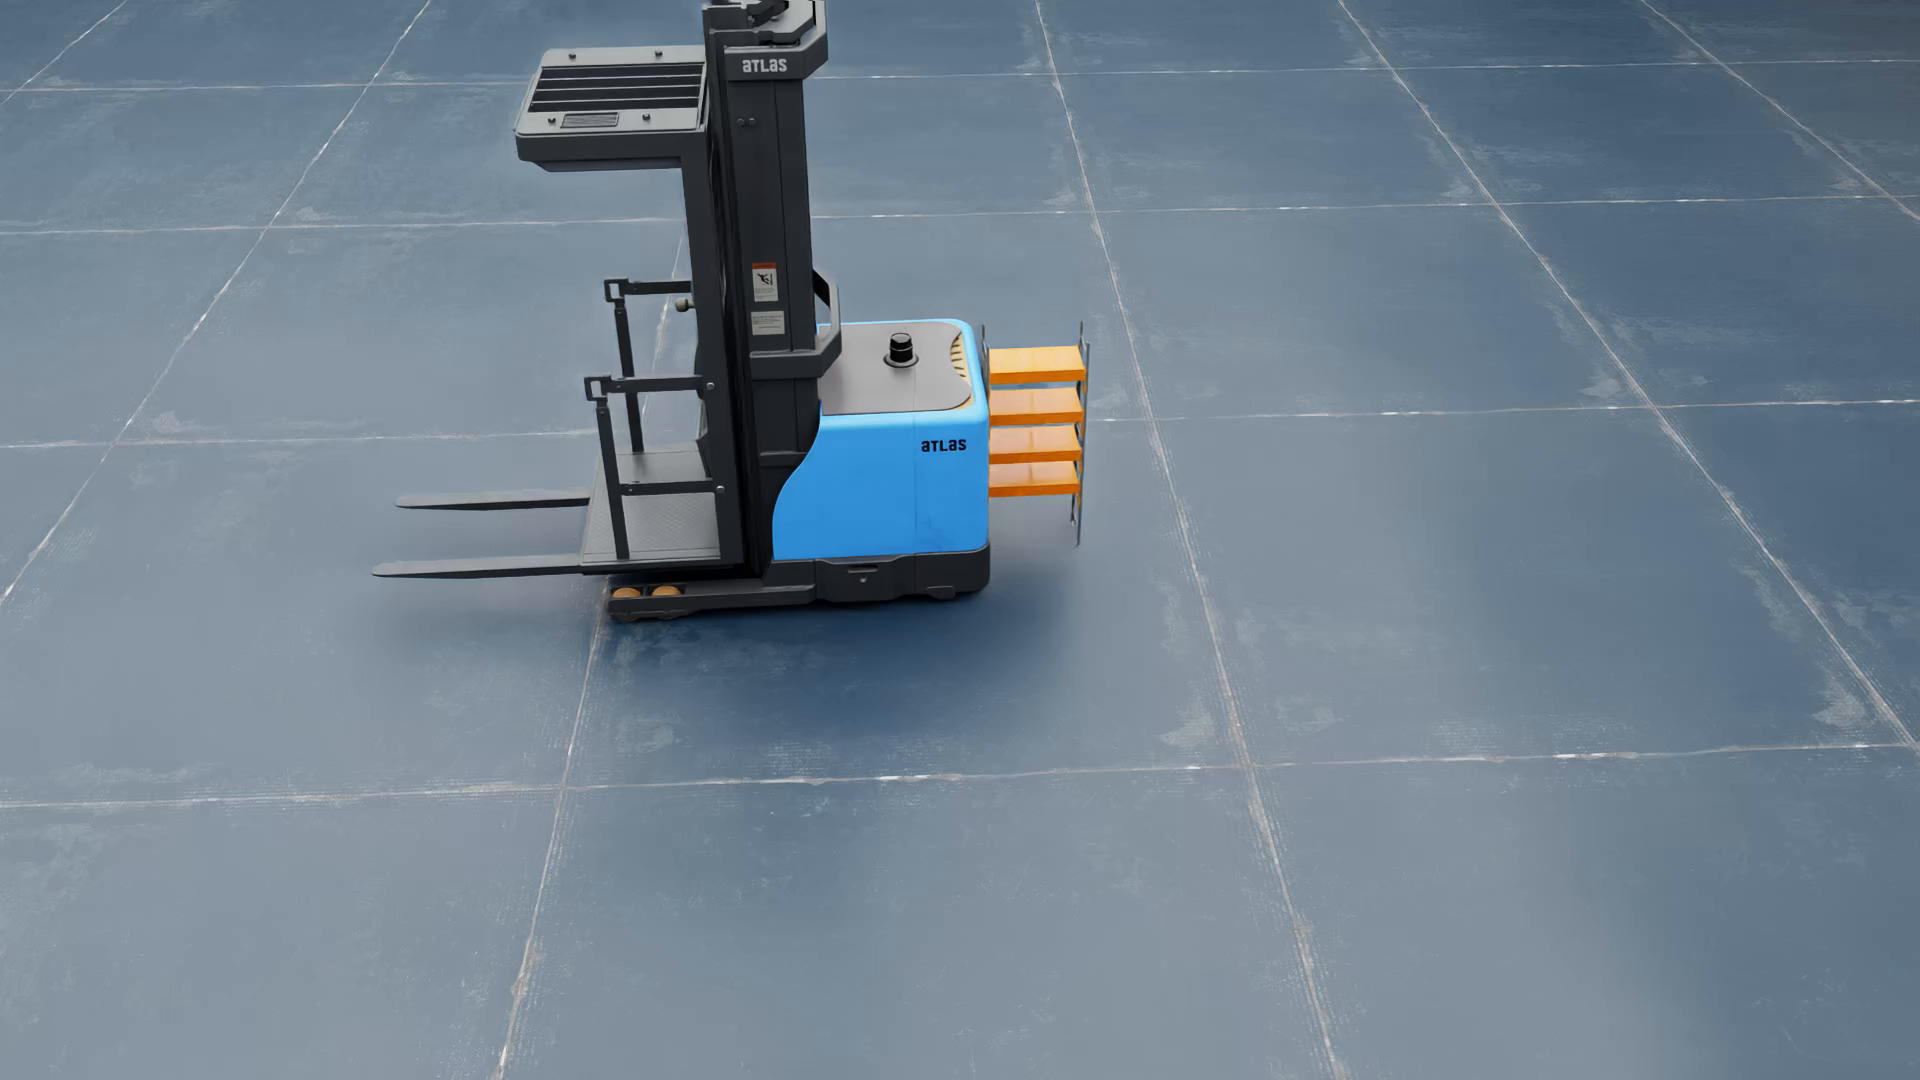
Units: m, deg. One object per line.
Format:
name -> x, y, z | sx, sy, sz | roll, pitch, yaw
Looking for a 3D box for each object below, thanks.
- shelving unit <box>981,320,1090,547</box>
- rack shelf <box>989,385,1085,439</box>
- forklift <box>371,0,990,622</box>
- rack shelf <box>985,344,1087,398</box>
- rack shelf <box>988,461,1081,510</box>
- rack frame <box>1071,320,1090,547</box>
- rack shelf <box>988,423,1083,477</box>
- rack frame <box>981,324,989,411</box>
shelving unit -> 0.367, -0.514, 8.438 | 0.503, 1.200, 0.258 | -3, 35, -4
rack shelf -> 0.367, -0.642, 8.349 | 0.480, 0.148, 0.258 | -3, 35, -4
forklift -> -1.397, -1.119, 7.791 | 3.031, 2.935, 1.130 | -3, 35, -4
rack shelf -> 0.367, -0.837, 8.214 | 0.480, 0.148, 0.258 | -3, 35, -4
rack shelf -> 0.367, -0.295, 8.589 | 0.480, 0.148, 0.258 | -3, 35, -4
rack frame -> 0.610, -0.526, 8.455 | 0.015, 1.200, 0.240 | -3, 35, -4
rack shelf -> 0.367, -0.458, 8.476 | 0.480, 0.148, 0.258 | -3, 35, -4
rack frame -> 0.124, -0.502, 8.421 | 0.015, 1.200, 0.240 | -3, 35, -4
